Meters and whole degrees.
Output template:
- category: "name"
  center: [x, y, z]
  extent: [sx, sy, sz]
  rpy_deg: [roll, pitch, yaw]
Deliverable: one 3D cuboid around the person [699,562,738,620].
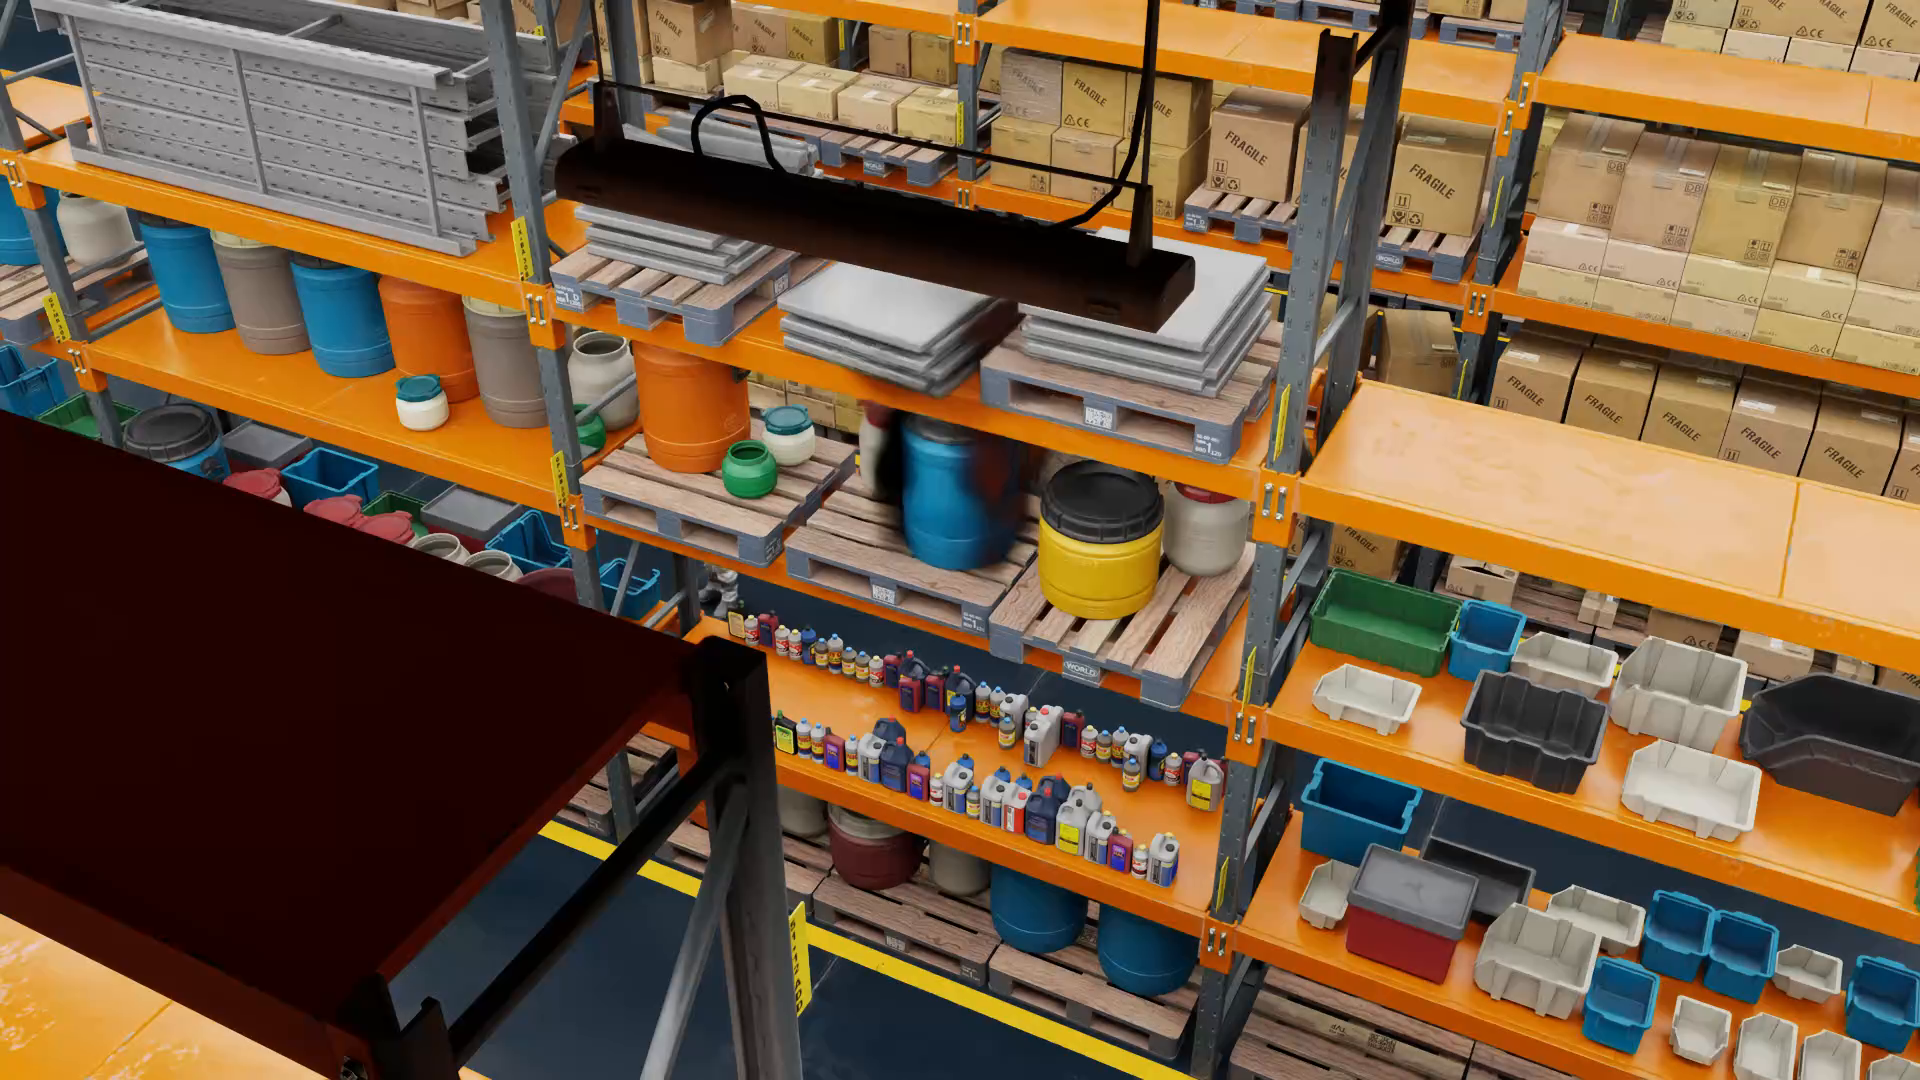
- category: "person"
  center: [-1.960, -0.248, 12.659]
  extent: [0.557, 1.796, 0.374]
  rpy_deg: [21, 40, 27]
